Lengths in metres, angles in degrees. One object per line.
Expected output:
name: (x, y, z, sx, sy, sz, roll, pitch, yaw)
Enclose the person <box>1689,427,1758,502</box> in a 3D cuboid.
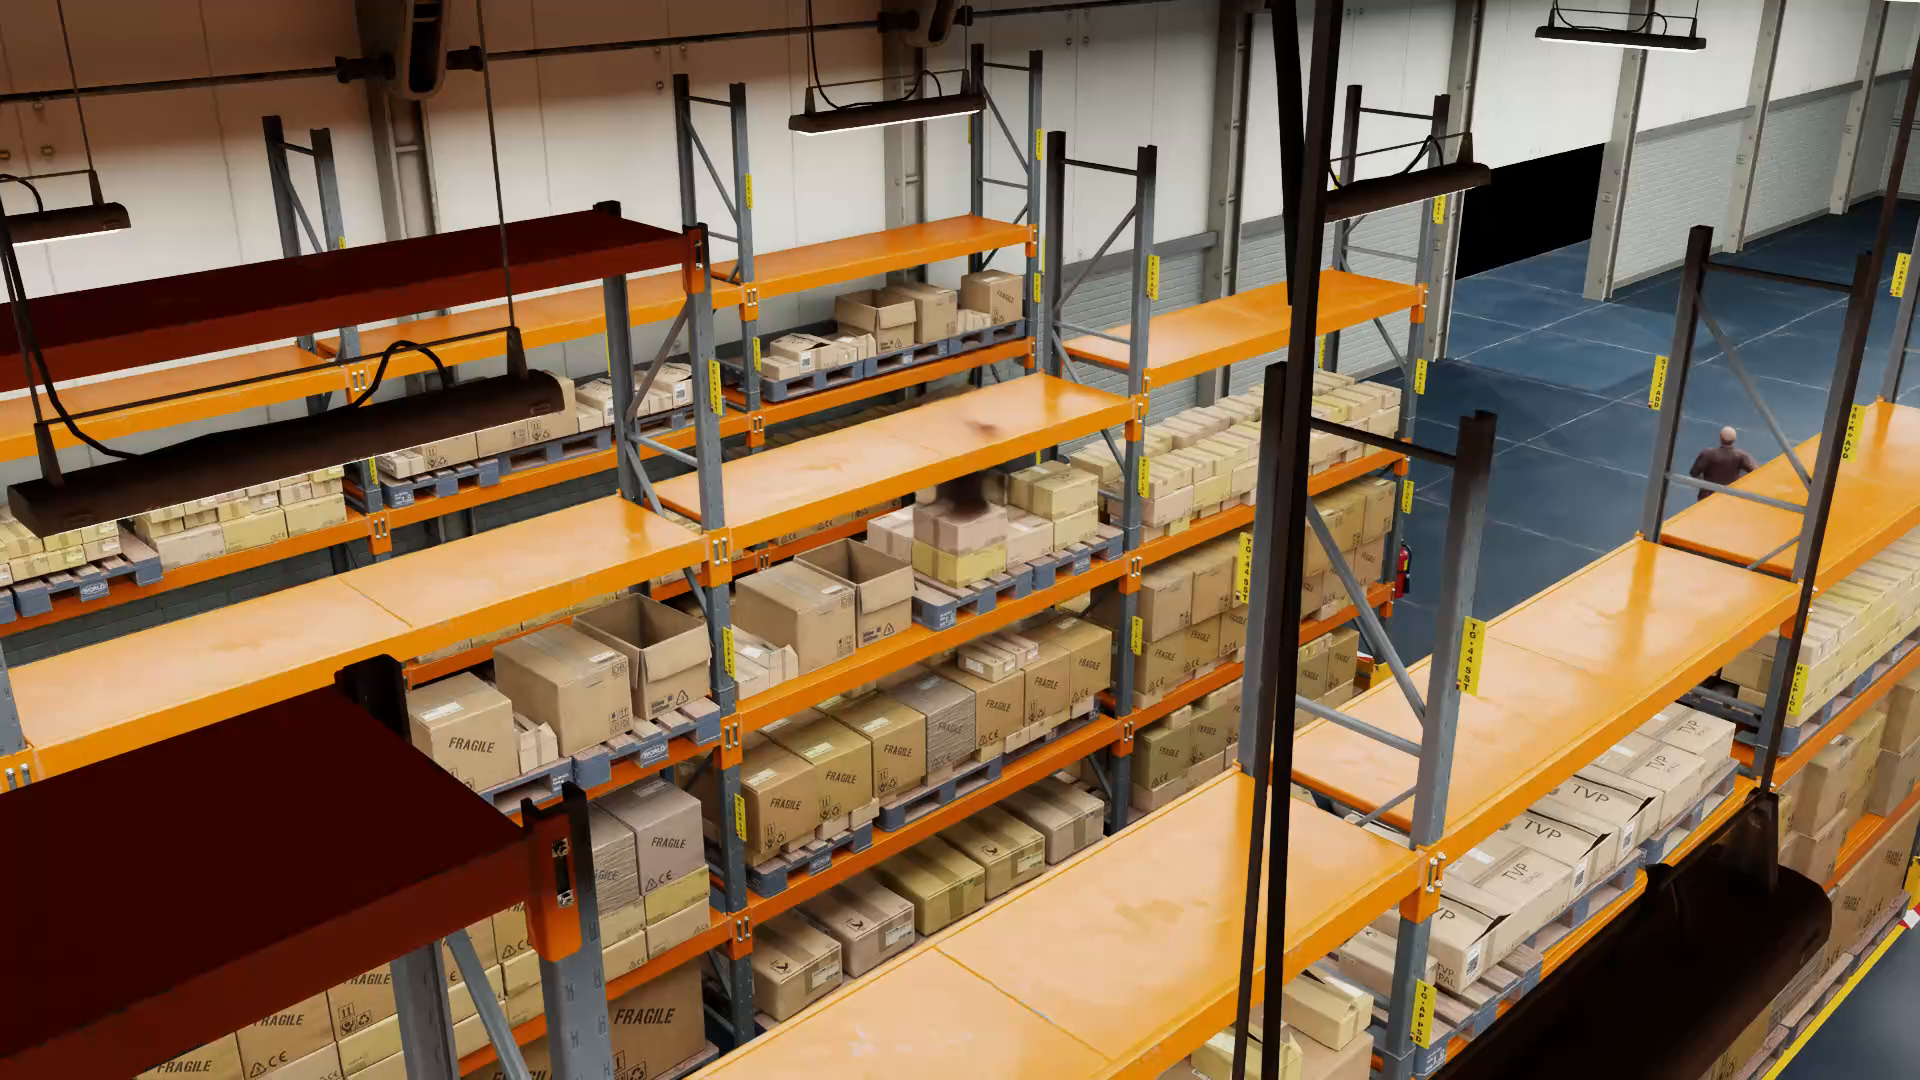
person: (8.942, -0.455, 19.679, 0.688, 1.840, 0.836, 1, 22, 2)
